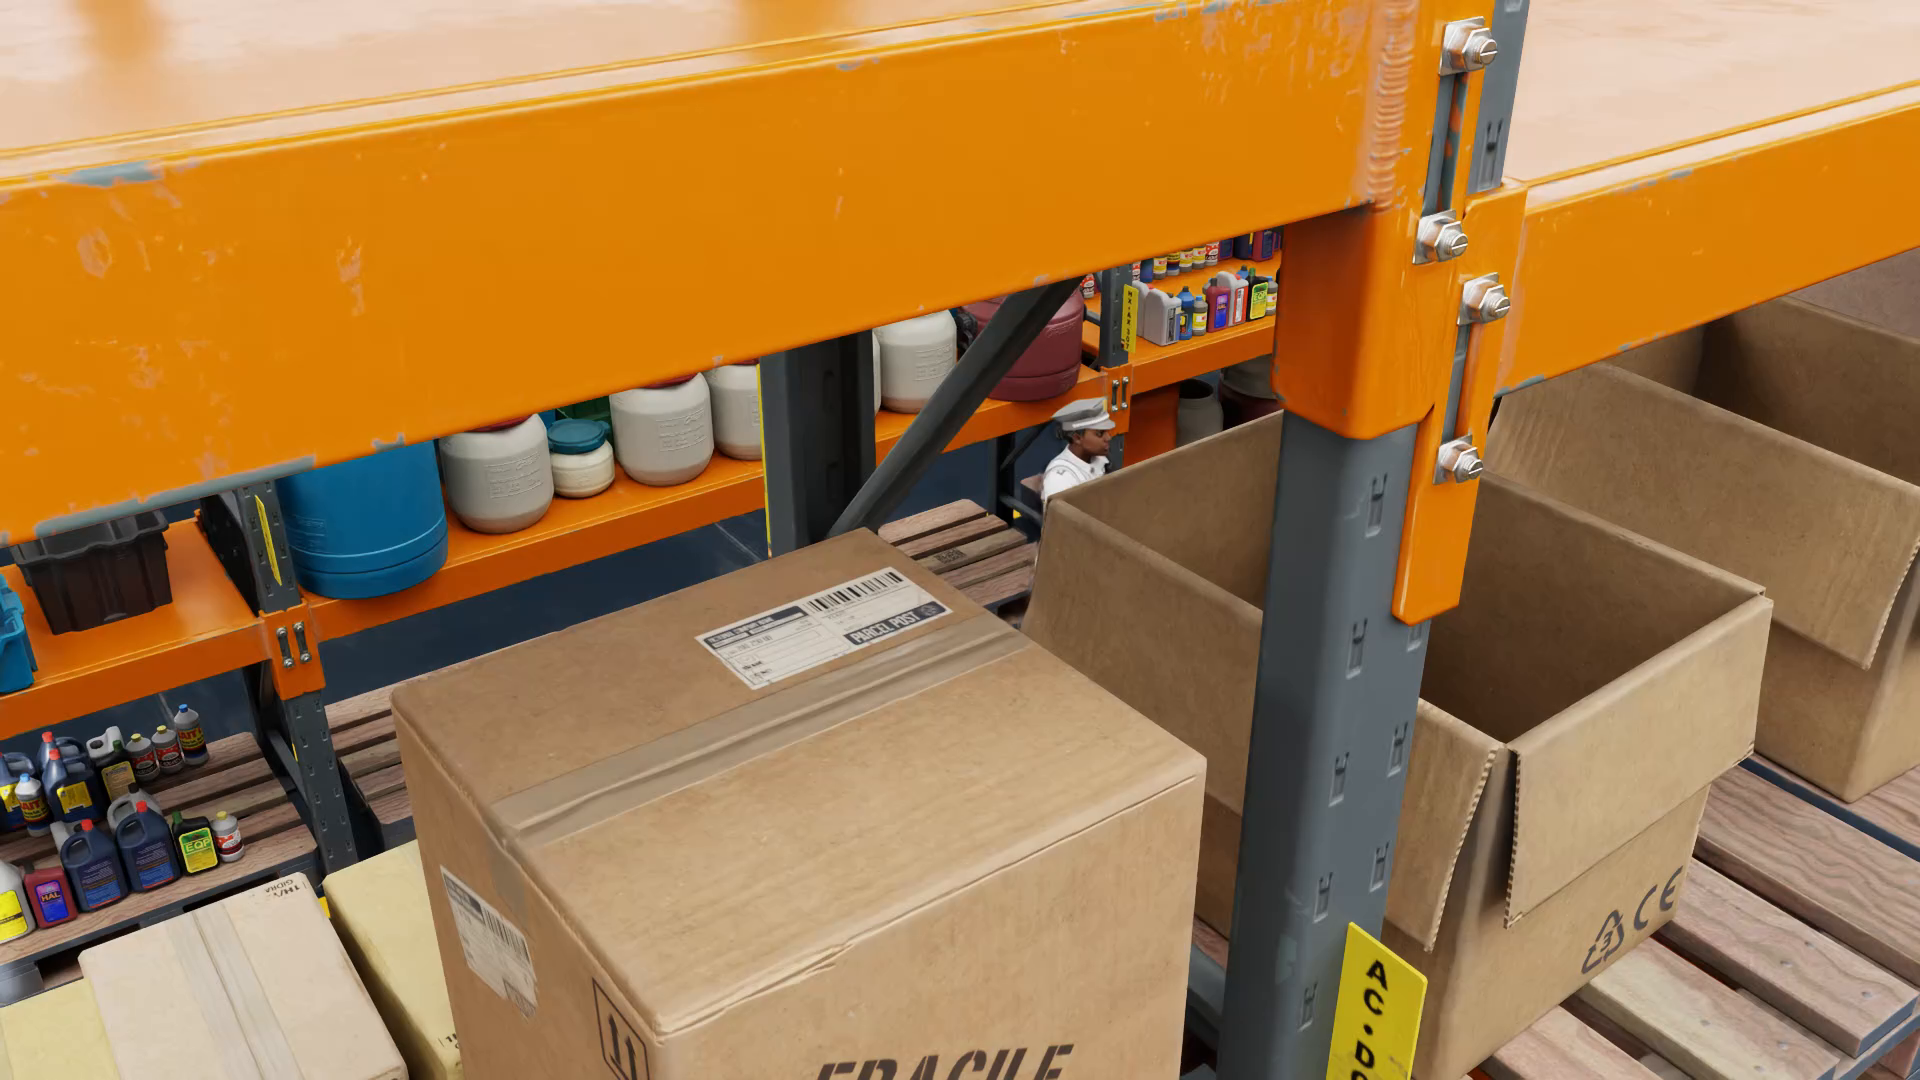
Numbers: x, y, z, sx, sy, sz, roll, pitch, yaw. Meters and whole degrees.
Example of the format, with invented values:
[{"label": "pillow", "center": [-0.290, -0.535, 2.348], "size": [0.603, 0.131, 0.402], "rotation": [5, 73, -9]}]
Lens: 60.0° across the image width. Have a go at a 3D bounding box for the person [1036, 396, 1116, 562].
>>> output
[{"label": "person", "center": [0.506, 0.112, 7.389], "size": [0.941, 1.648, 0.542], "rotation": [18, 34, 29]}]
